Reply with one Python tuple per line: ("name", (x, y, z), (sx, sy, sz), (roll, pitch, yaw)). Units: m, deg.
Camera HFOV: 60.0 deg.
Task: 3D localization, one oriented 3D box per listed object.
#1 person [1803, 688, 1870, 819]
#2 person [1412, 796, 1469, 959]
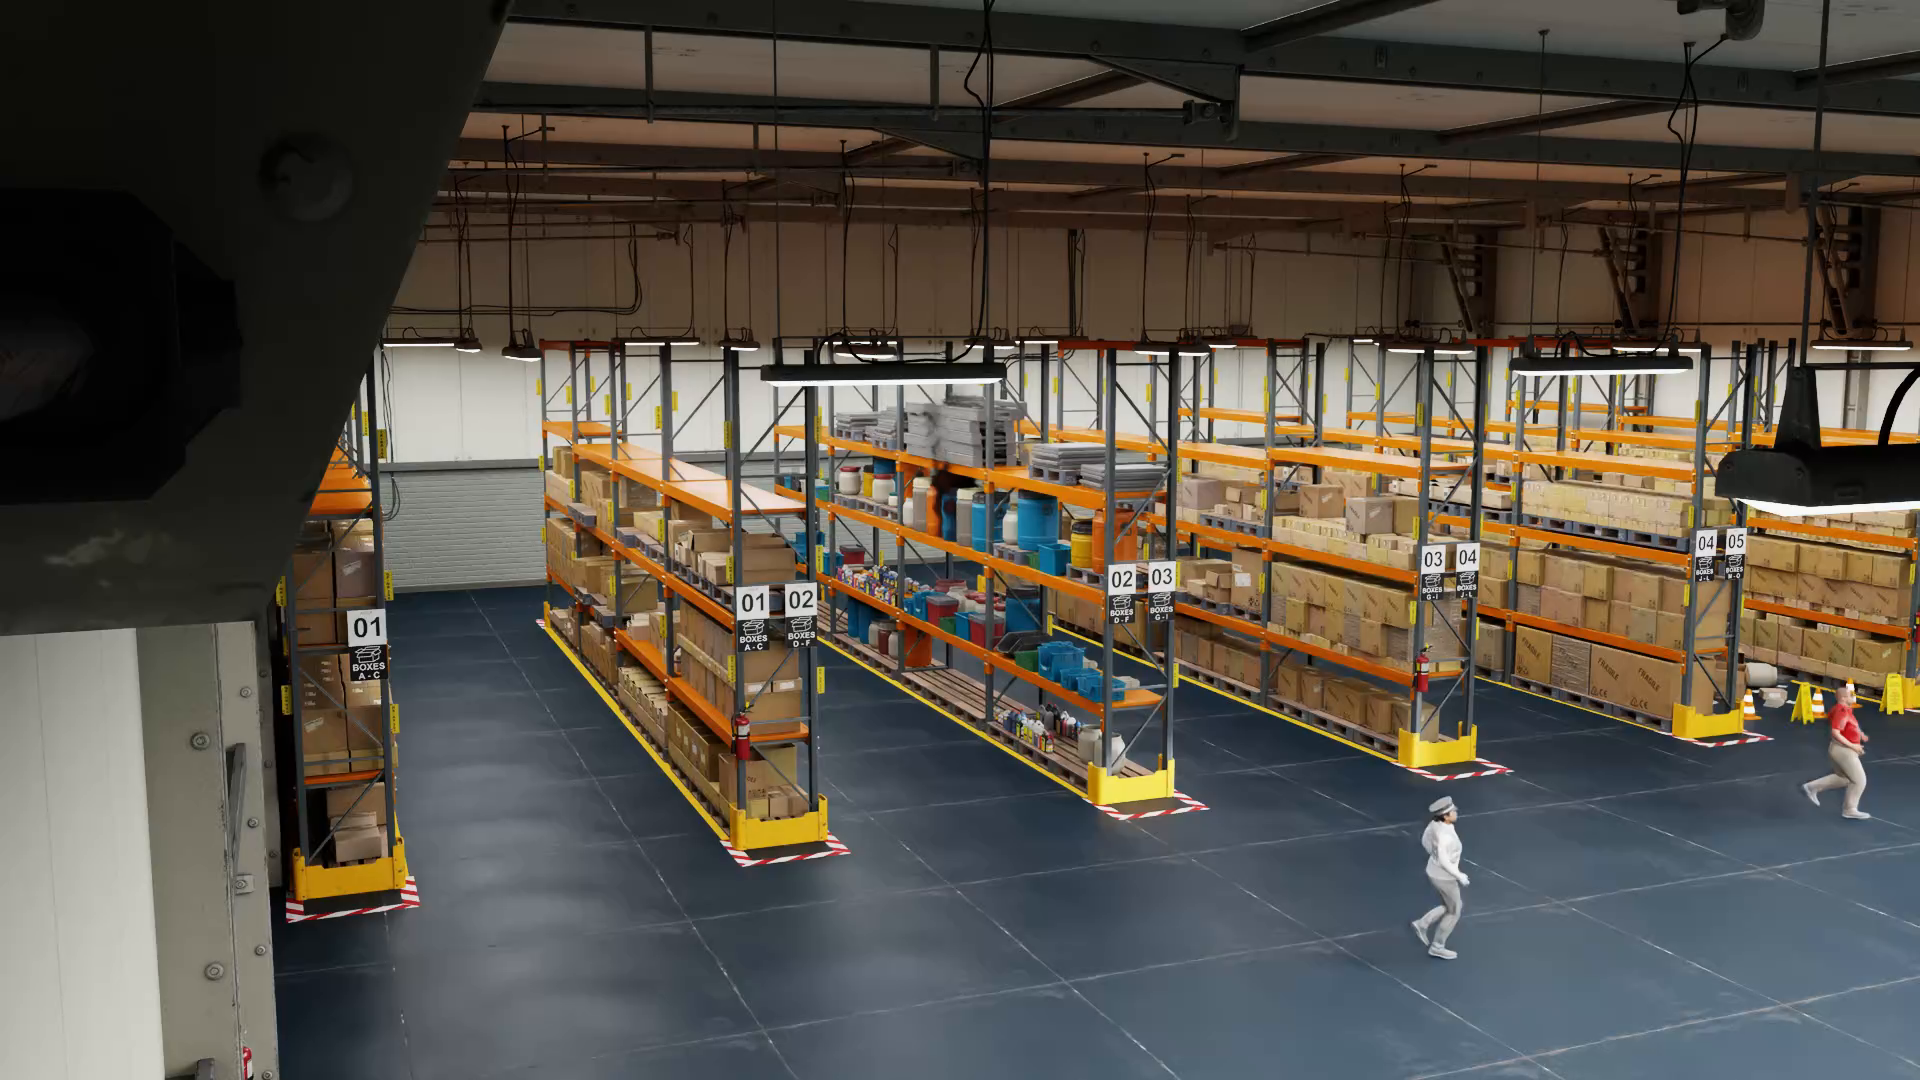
("person", (11.309, 2.729, 21.366), (0.779, 1.675, 0.672), (2, 8, 18))
("person", (4.805, 3.366, 16.631), (0.508, 1.667, 0.619), (0, 7, 0))
